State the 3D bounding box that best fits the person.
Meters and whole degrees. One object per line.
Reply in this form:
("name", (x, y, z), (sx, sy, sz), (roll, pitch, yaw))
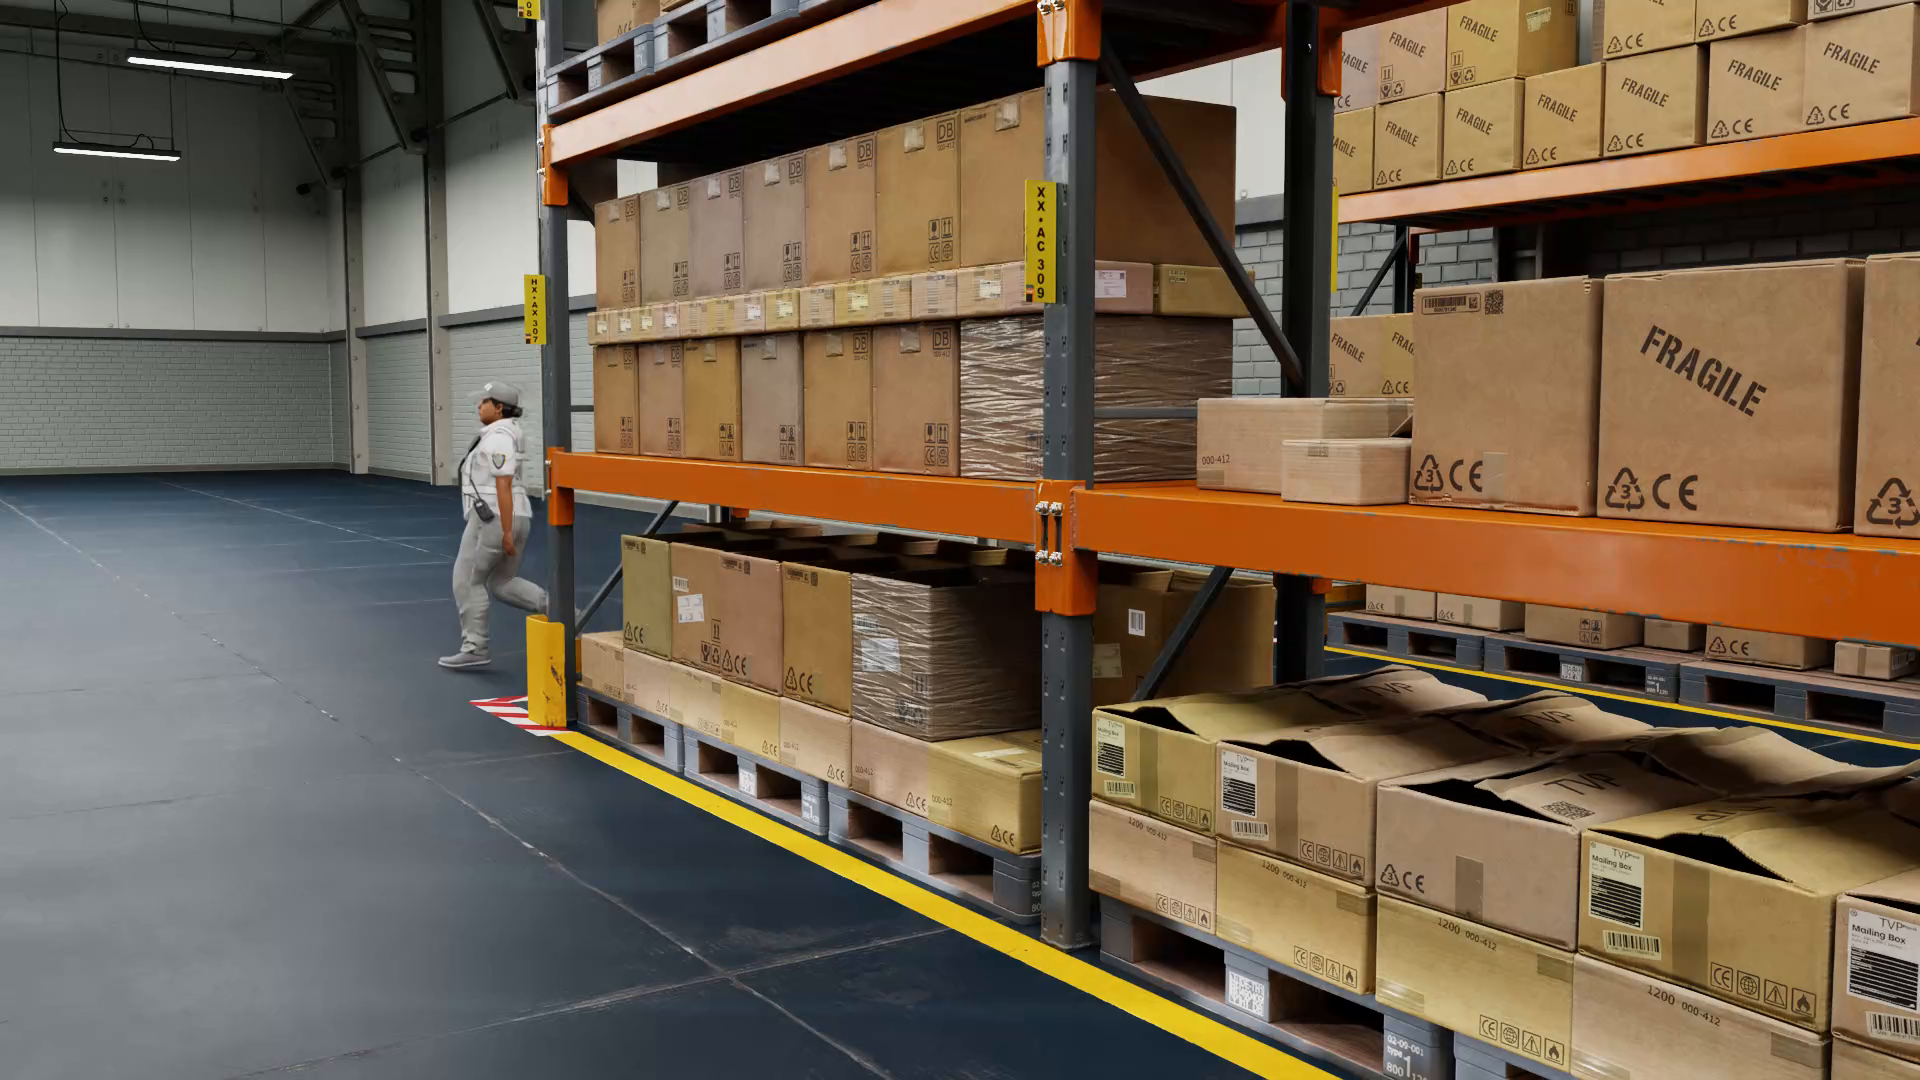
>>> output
("person", (-2.700, -0.103, 9.554), (0.602, 1.653, 0.486), (0, 5, -1))
